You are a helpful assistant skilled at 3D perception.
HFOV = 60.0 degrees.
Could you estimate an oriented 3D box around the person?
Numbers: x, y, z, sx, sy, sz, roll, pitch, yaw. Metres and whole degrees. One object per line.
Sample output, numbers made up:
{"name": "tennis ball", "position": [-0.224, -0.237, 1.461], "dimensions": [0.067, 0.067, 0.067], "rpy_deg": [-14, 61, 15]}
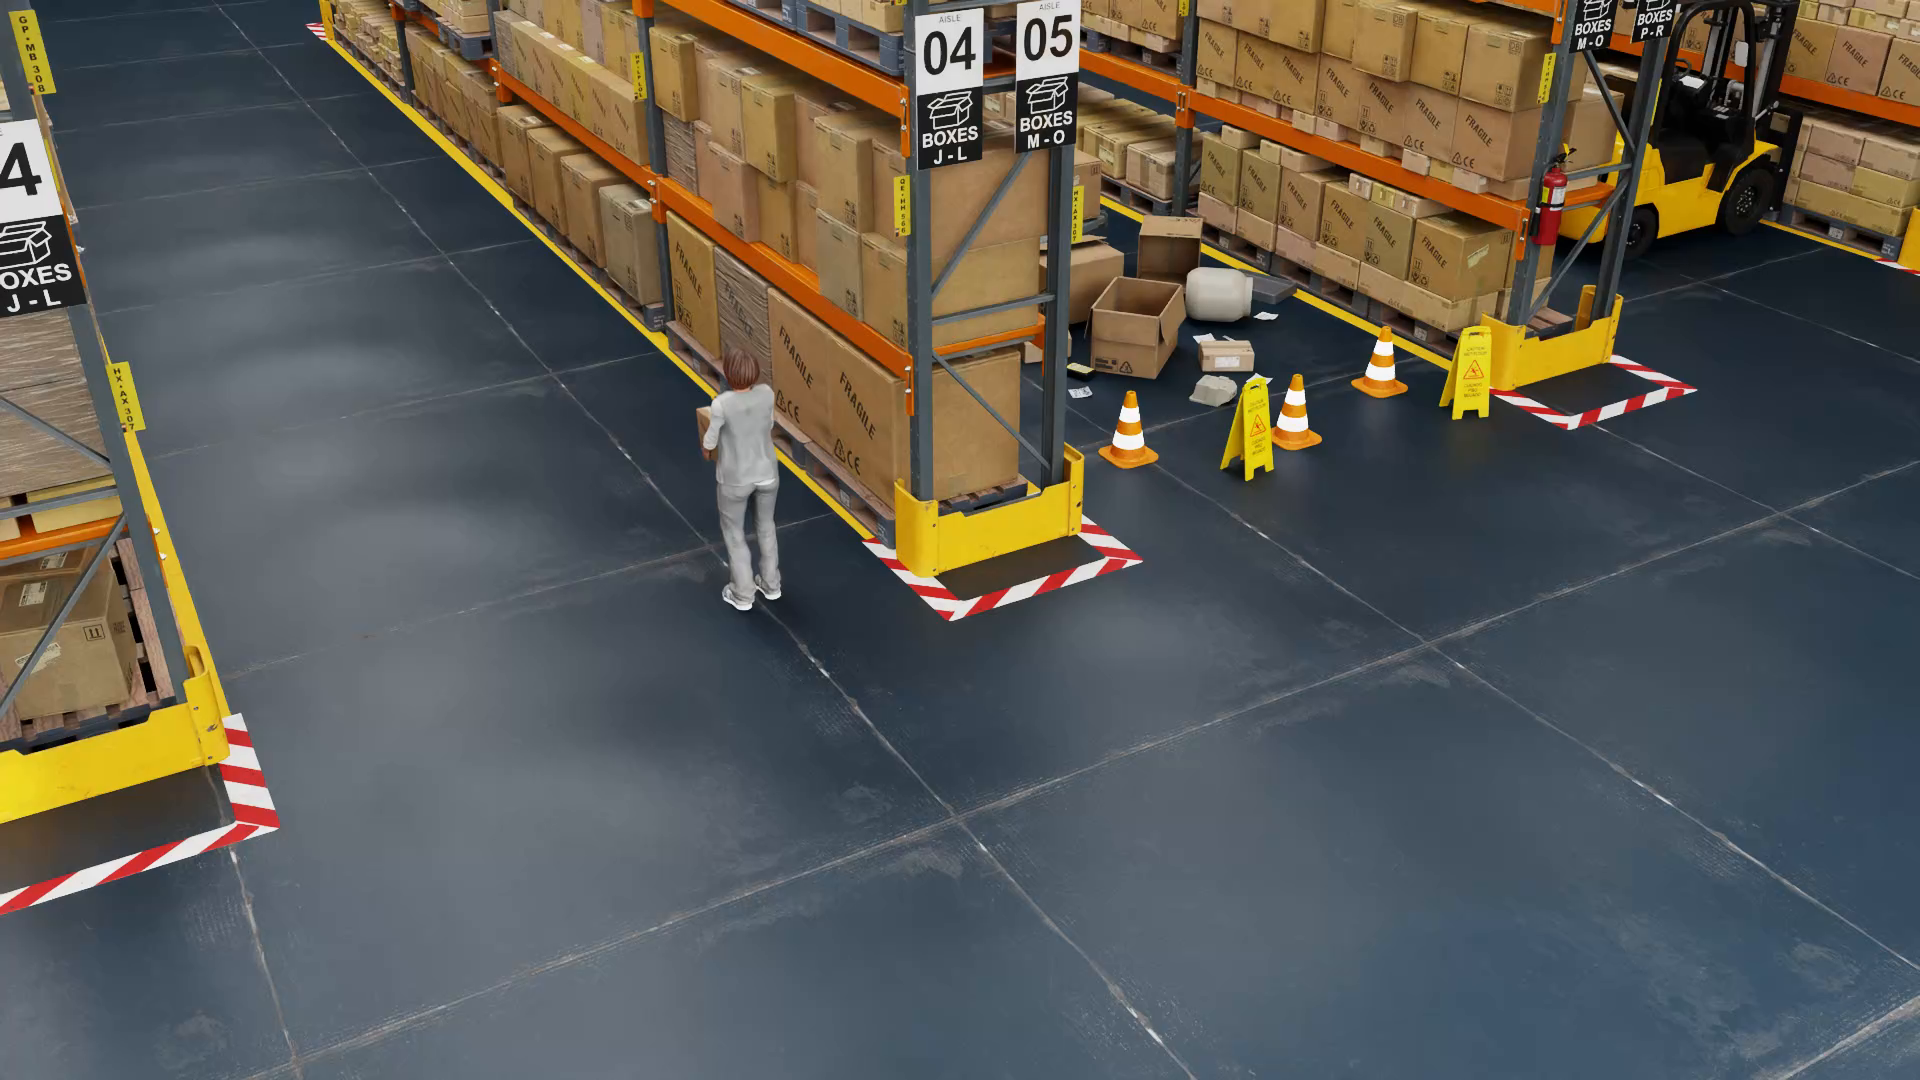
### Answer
{"name": "person", "position": [-1.212, -0.379, 9.239], "dimensions": [0.404, 1.591, 0.492], "rpy_deg": [-15, 33, -25]}
